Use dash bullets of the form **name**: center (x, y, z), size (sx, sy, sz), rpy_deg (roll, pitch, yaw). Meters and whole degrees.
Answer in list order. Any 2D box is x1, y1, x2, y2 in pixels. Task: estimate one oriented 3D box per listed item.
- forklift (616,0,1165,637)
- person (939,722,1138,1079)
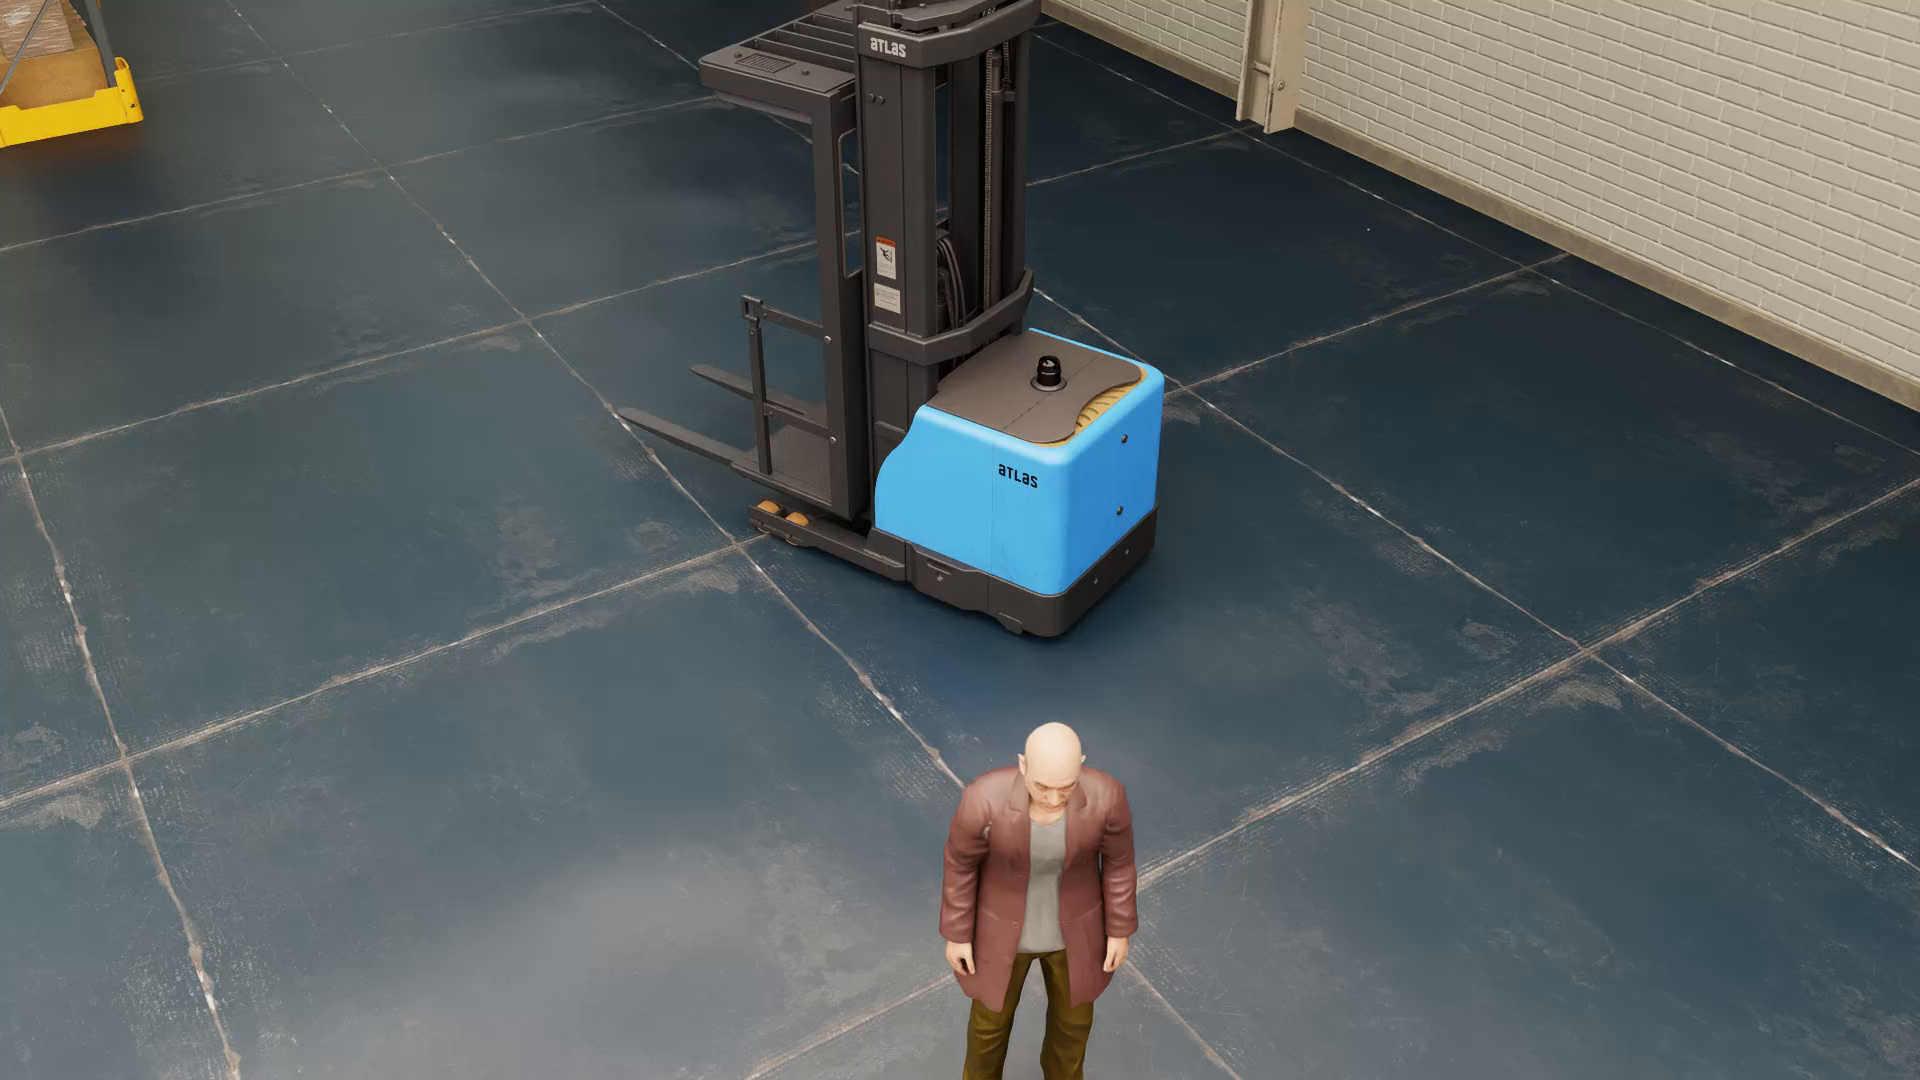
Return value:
- **forklift**: center (-0.500, -1.399, 8.138), size (3.031, 2.935, 1.130), rpy_deg (22, 41, 28)
- **person**: center (0.252, 1.255, 5.367), size (0.642, 1.774, 0.422), rpy_deg (-1, 35, -2)
